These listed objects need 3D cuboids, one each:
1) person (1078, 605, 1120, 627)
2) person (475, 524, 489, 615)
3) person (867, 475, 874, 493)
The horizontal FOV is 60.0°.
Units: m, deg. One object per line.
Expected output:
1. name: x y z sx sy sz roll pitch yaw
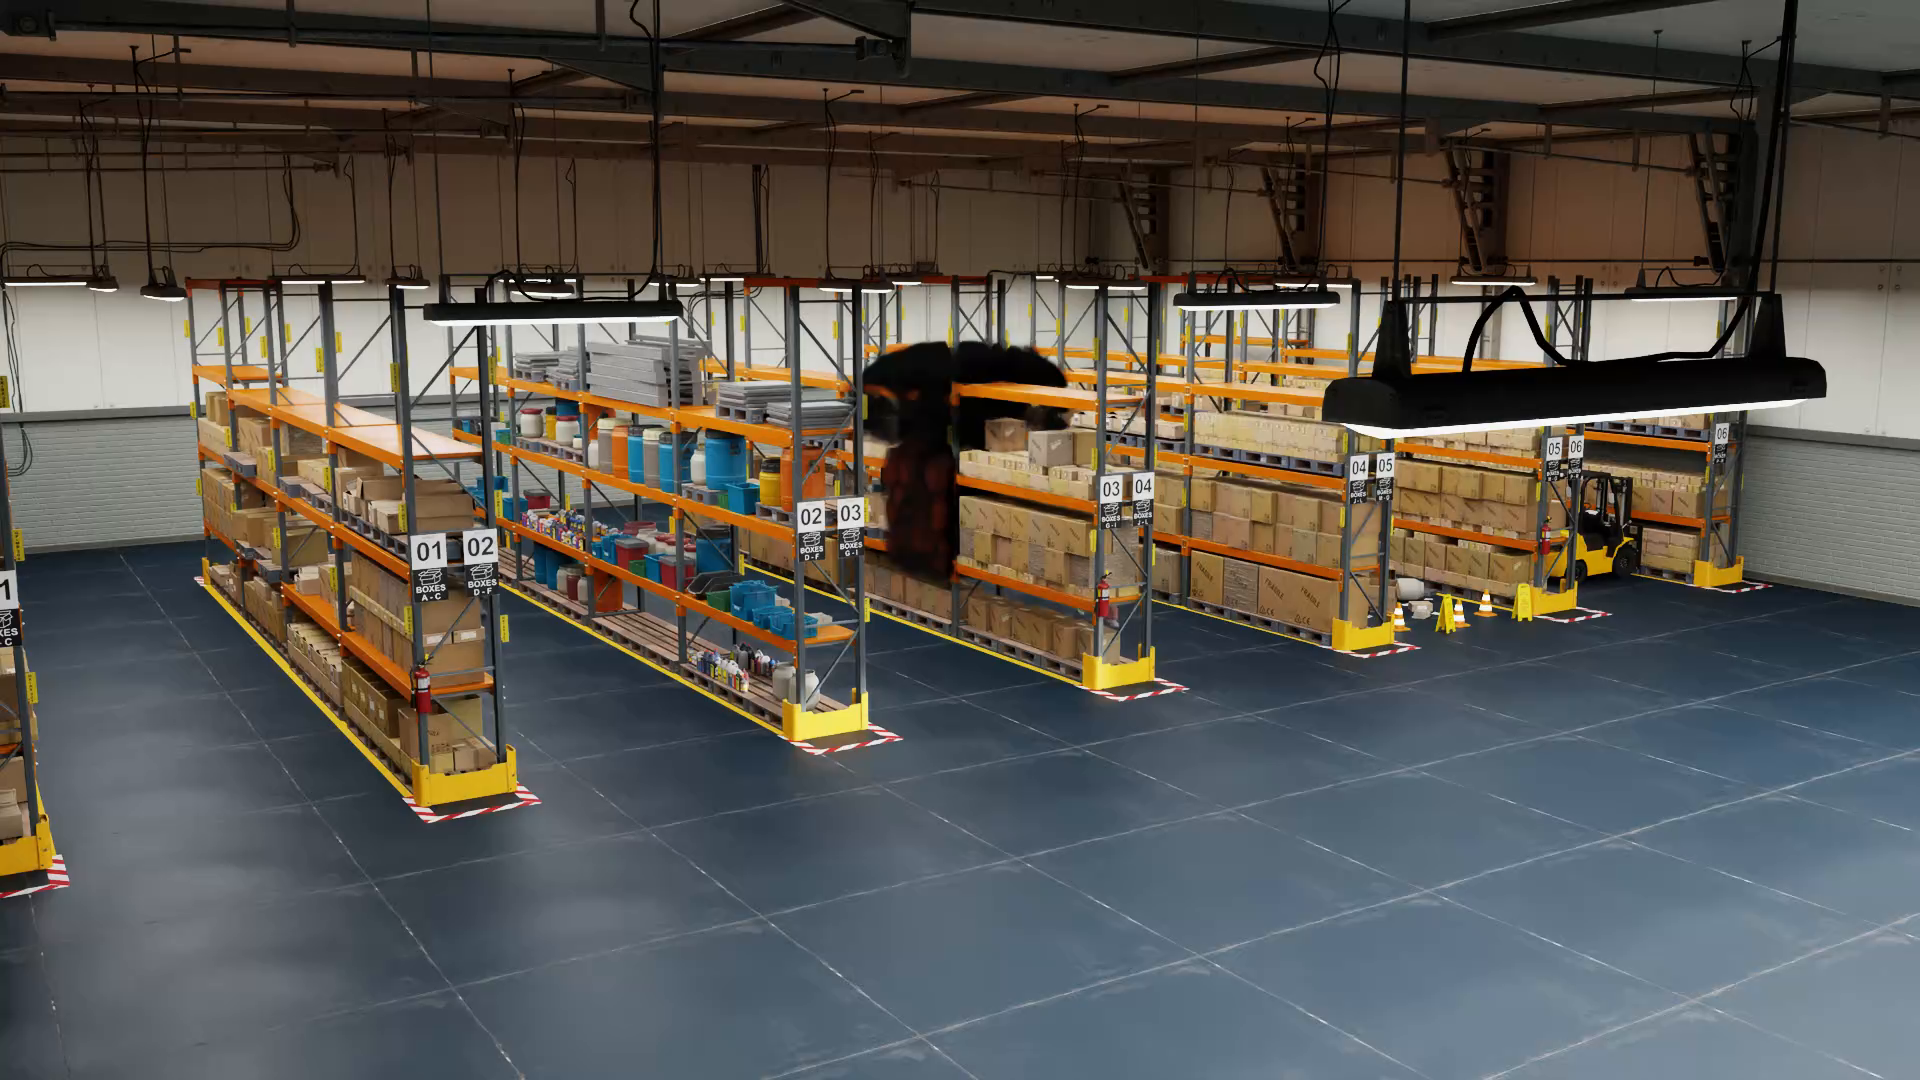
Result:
1. person: 2.458 0.686 29.233 0.981 1.624 0.605 7 12 34
2. person: -8.541 0.536 29.819 0.542 1.660 0.573 -7 12 -35
3. person: -2.133 -0.723 37.527 0.505 1.557 0.690 -9 13 -43
